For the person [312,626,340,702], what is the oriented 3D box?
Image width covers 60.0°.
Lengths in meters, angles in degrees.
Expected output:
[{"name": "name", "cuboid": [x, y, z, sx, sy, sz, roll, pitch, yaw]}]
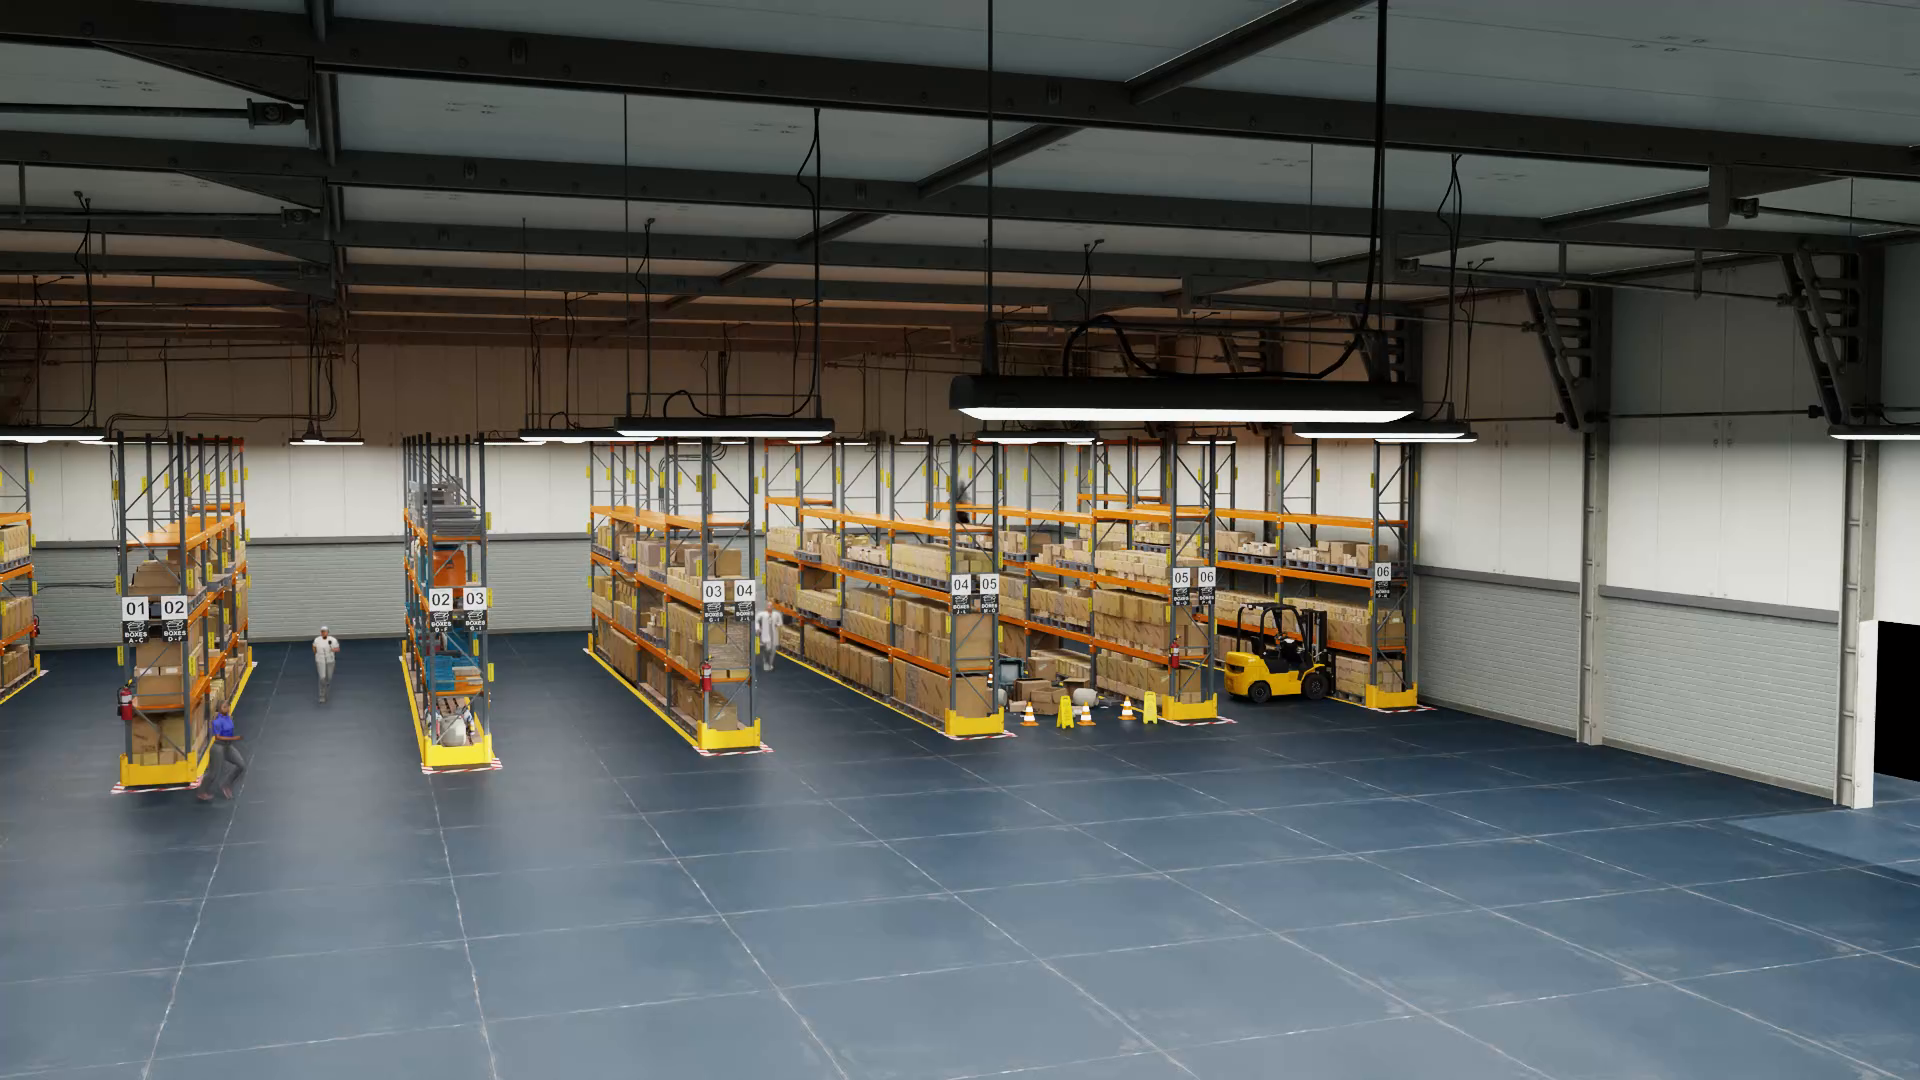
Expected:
[{"name": "person", "cuboid": [-14.389, 2.818, 37.787, 0.574, 1.737, 0.740, -1, 3, -24]}]

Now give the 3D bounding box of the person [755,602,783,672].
[{"name": "person", "cuboid": [-4.872, 2.484, 42.623, 0.680, 1.774, 0.762, -1, 3, -22]}]

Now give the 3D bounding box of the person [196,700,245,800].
[{"name": "person", "cuboid": [-11.931, 3.407, 26.946, 0.832, 1.607, 0.592, 1, 3, 11]}]

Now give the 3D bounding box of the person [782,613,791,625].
[{"name": "person", "cuboid": [-5.237, 2.128, 49.895, 0.860, 1.651, 0.760, 1, 3, 18]}]

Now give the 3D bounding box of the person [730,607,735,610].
[{"name": "person", "cuboid": [-6.609, 2.185, 47.916, 0.669, 1.796, 0.776, 1, 3, 9]}]
